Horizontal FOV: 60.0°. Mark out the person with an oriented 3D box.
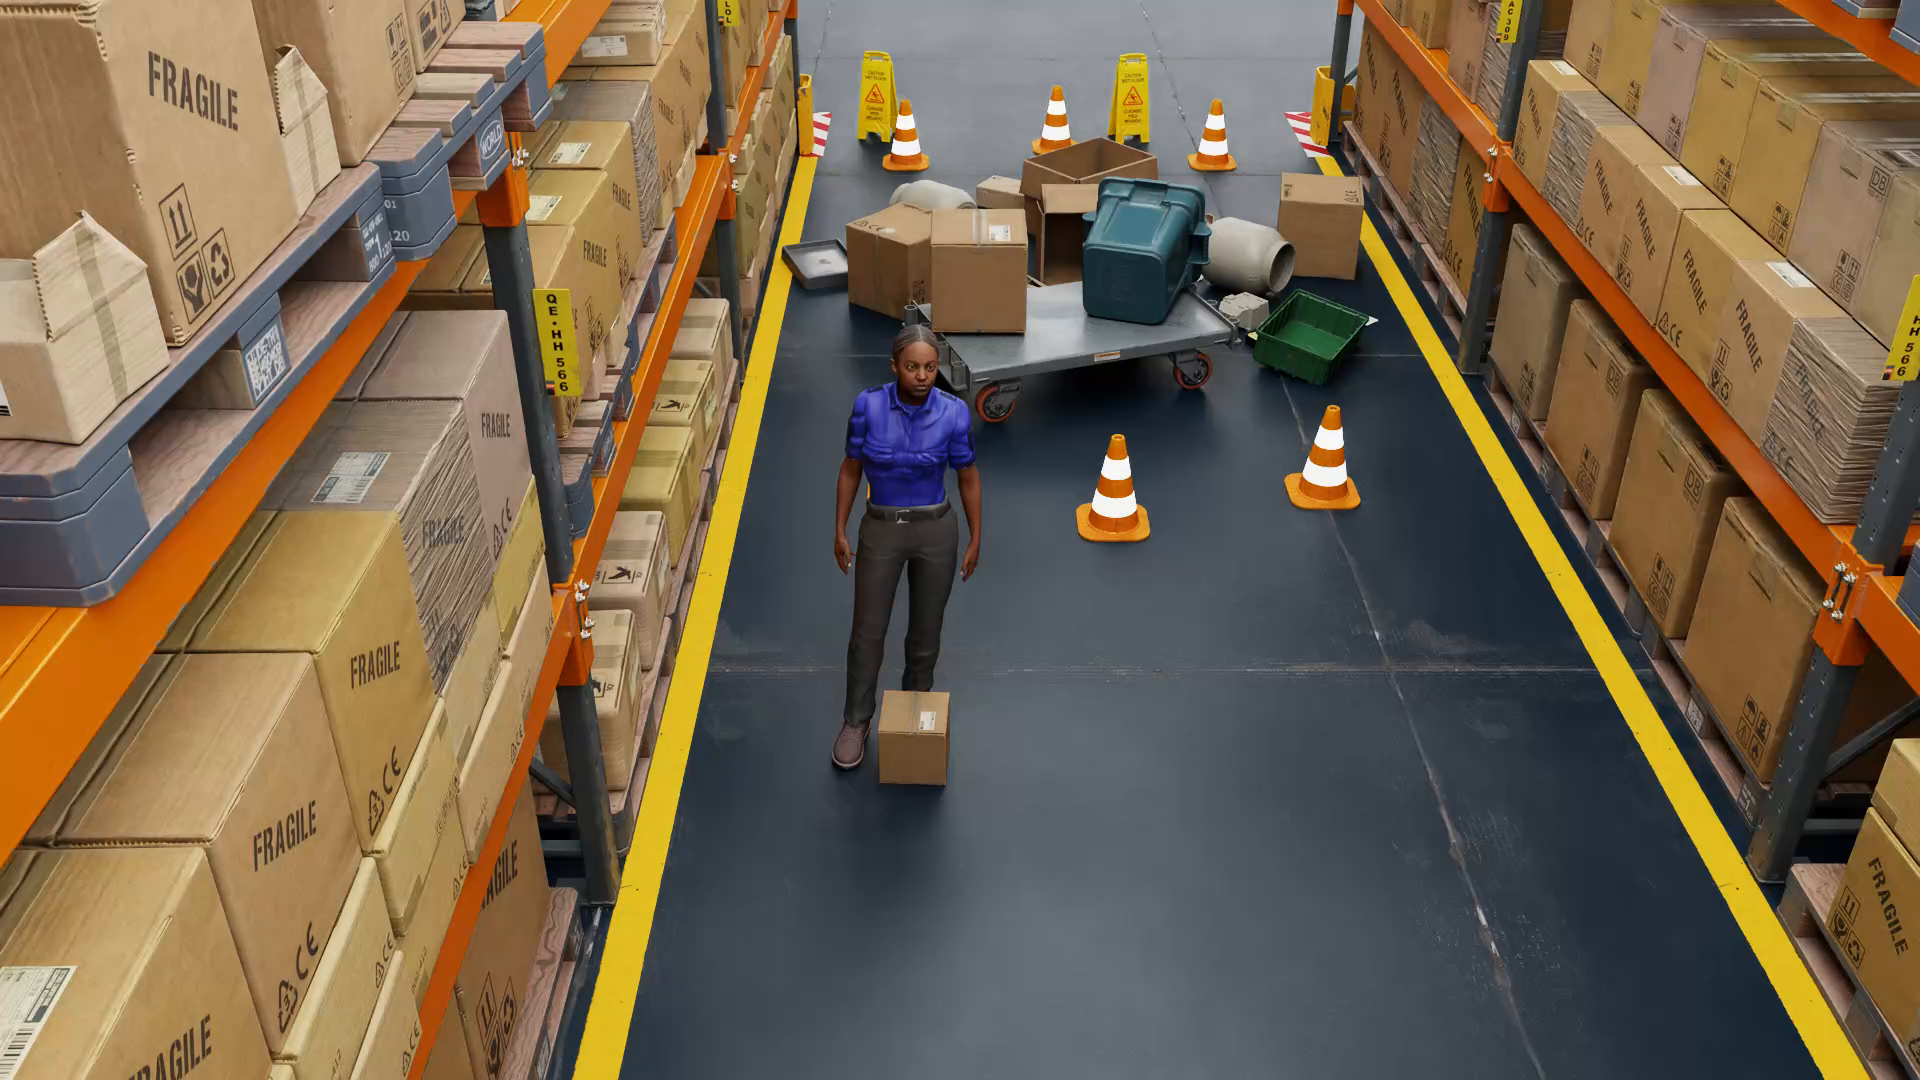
[{"bbox_3d":[-0.204,0.040,6.059,0.569,1.656,0.503,0,32,0],"label":"person"}]
